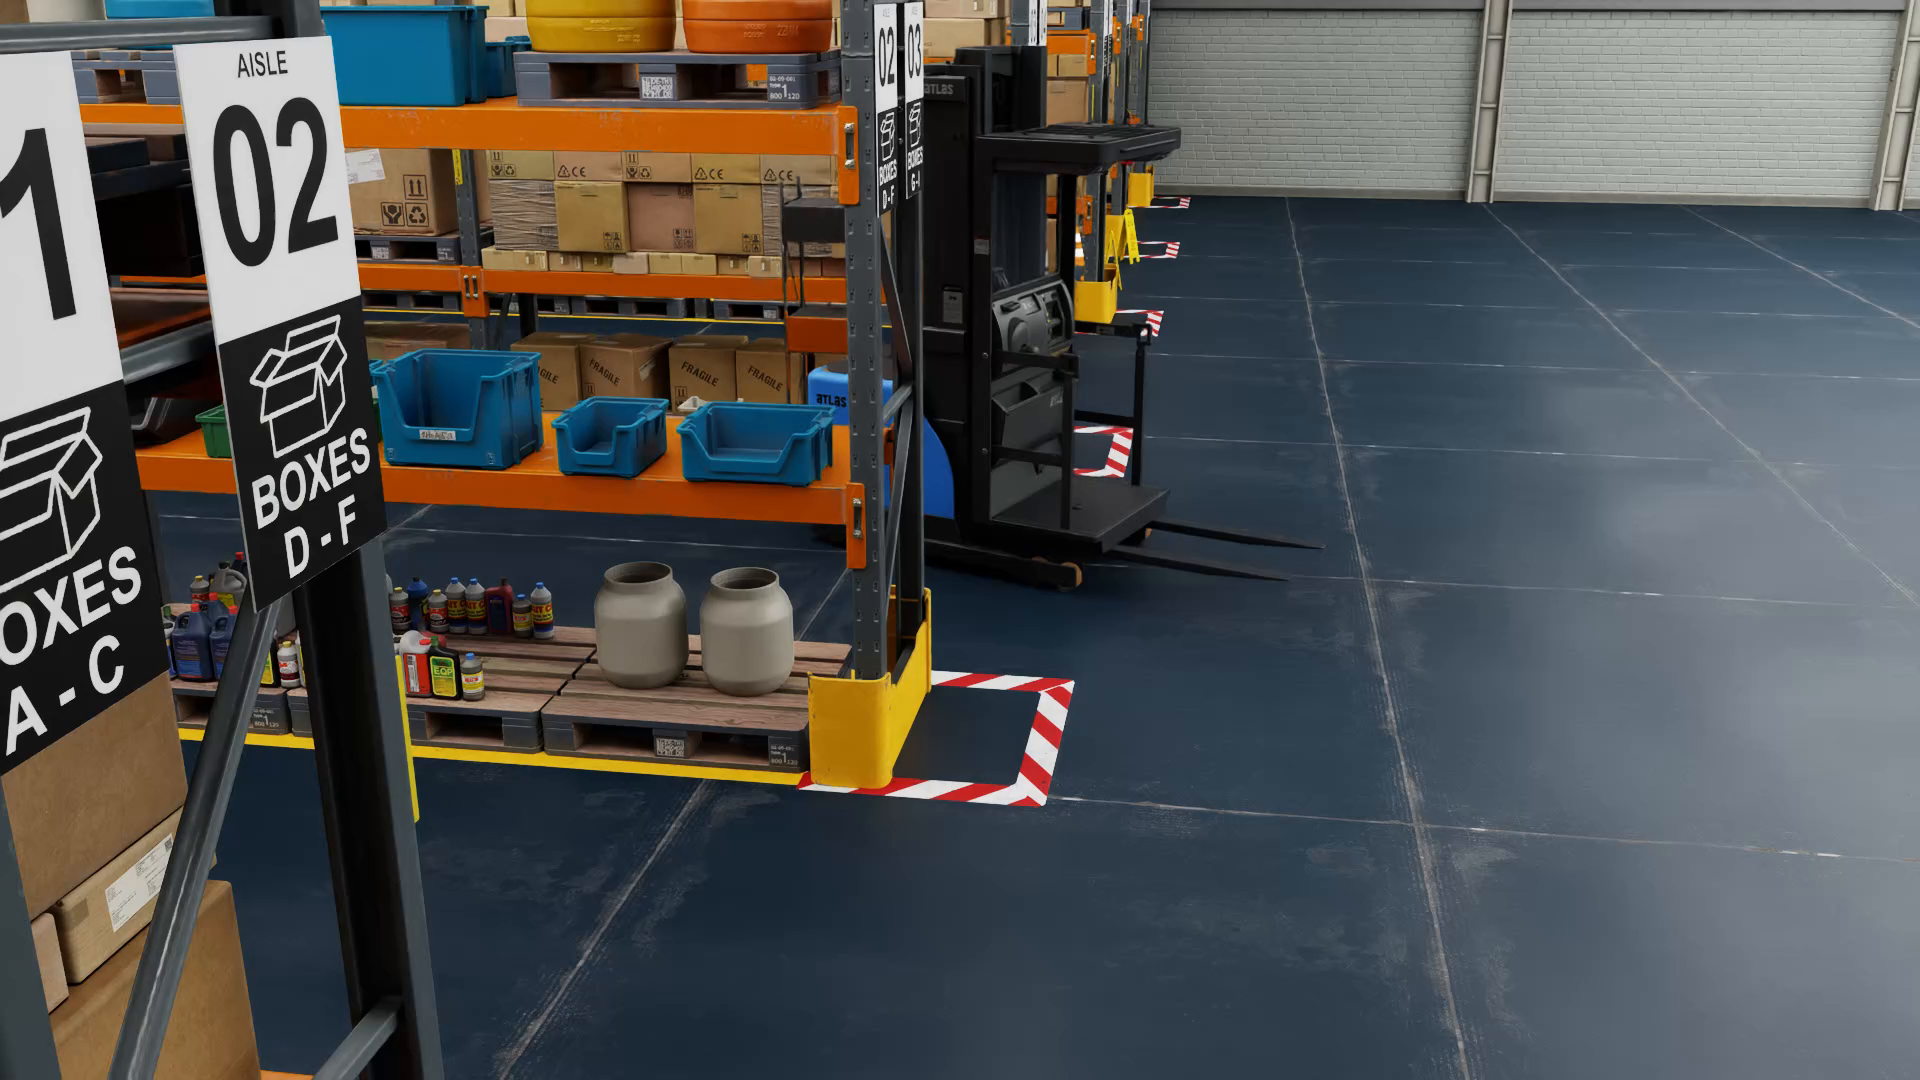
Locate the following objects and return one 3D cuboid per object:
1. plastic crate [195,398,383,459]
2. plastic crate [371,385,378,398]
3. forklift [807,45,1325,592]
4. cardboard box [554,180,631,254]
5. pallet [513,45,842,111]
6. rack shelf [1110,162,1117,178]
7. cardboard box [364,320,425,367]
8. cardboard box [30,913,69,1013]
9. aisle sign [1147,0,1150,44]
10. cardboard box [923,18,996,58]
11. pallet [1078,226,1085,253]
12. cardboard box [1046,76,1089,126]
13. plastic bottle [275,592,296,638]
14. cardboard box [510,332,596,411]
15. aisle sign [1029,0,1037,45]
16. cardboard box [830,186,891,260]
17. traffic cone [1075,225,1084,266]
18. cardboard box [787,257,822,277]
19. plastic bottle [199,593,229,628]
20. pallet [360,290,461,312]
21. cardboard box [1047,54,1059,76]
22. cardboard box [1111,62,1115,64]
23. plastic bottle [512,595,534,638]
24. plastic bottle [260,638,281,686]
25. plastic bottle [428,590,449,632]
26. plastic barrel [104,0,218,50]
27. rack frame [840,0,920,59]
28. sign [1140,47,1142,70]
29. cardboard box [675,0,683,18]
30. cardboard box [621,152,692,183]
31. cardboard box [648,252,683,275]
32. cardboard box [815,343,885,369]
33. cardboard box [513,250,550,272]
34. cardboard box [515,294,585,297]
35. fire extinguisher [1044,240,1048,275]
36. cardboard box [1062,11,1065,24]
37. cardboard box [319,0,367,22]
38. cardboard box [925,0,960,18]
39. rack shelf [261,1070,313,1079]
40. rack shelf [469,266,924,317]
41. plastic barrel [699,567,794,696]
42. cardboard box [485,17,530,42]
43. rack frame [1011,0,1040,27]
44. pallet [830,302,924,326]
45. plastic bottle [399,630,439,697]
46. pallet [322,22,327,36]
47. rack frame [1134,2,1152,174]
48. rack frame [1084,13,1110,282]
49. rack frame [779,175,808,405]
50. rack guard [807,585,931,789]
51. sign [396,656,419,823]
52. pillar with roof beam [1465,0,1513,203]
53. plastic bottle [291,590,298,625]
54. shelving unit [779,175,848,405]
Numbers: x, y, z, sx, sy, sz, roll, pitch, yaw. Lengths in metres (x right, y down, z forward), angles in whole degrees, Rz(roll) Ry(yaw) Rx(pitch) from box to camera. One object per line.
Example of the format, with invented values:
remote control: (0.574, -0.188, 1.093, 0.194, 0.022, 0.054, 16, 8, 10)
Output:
plastic crate: (-2.965, -0.499, 7.402, 0.662, 0.188, 0.450, 3, 19, 9)
plastic crate: (-2.617, -0.629, 7.872, 0.437, 0.136, 0.530, 3, 19, 9)
forklift: (0.607, -1.289, 9.538, 3.031, 2.935, 1.130, 10, 21, 28)
cardboard box: (-2.552, -2.419, 12.178, 0.500, 0.500, 0.875, 3, 19, 9)
pallet: (-1.112, -1.961, 7.006, 1.213, 0.211, 1.003, 3, 19, 9)
rack shelf: (0.072, -4.971, 21.567, 4.000, 0.370, 1.077, 3, 19, 9)
cardboard box: (-4.546, -1.399, 13.003, 0.500, 0.500, 0.700, 3, 19, 8)
cardboard box: (-1.508, 0.682, 2.358, 0.250, 0.149, 0.380, 3, 19, 8)
aisle sign: (2.848, -7.904, 25.103, 0.004, 0.787, 0.394, 3, 19, 9)
cardboard box: (-0.042, -3.403, 11.256, 0.500, 0.250, 0.500, 3, 19, 10)
pallet: (1.175, -3.945, 21.761, 1.213, 0.211, 1.003, 3, 19, 9)
cardboard box: (1.001, -4.270, 16.399, 0.550, 0.550, 0.875, 3, 19, 9)
plastic bottle: (-3.388, 0.326, 8.201, 0.135, 0.276, 0.152, 3, 19, 9)
cardboard box: (-3.086, -1.289, 12.707, 0.500, 0.500, 0.500, 2, 19, 7)
aisle sign: (0.488, -3.243, 11.170, 0.004, 0.787, 0.394, 3, 19, 9)
cardboard box: (-0.577, -2.319, 11.881, 0.500, 0.500, 0.875, 3, 19, 9)
traffic cone: (1.417, -3.626, 20.411, 0.334, 0.463, 0.336, 3, 19, 9)
cardboard box: (-1.076, -1.995, 11.935, 0.250, 0.149, 0.380, 3, 19, 9)
plastic bottle: (-3.506, 0.416, 7.813, 0.185, 0.351, 0.144, 3, 19, 9)
pallet: (-5.771, -2.673, 17.959, 1.213, 0.211, 1.003, 3, 19, 9)
cardboard box: (1.009, -5.860, 20.886, 0.500, 0.500, 0.700, 3, 19, 9)
cardboard box: (2.280, -7.380, 25.983, 0.250, 0.149, 0.380, 4, 19, 11)
plastic bottle: (-2.154, 0.369, 8.190, 0.097, 0.201, 0.097, 0, 18, 0)
plastic bottle: (-3.187, 0.524, 7.596, 0.133, 0.283, 0.061, 4, 19, 11)
plastic bottle: (-2.587, 0.347, 8.256, 0.097, 0.201, 0.097, 0, 18, 0)
plastic barrel: (-3.295, -2.532, 6.965, 0.708, 0.901, 0.600, 3, 19, 9)
rack frame: (-0.311, -3.400, 6.284, 0.127, 3.000, 1.000, 3, 19, 9)
sign: (2.730, -7.259, 25.073, 0.005, 0.325, 0.100, 3, 19, 9)
cardboard box: (-1.909, -3.682, 11.461, 0.250, 0.149, 0.380, 3, 19, 8)
cardboard box: (-2.083, -2.819, 11.798, 0.500, 0.500, 0.500, 3, 19, 9)
cardboard box: (-2.072, -2.029, 12.036, 0.250, 0.149, 0.380, 3, 19, 9)
cardboard box: (-0.735, -1.177, 12.371, 0.500, 0.500, 0.500, 8, 20, 23)
cardboard box: (-3.066, -2.068, 12.151, 0.250, 0.149, 0.380, 3, 19, 9)
cardboard box: (-4.167, -3.042, 17.552, 0.750, 0.750, 1.050, 3, 19, 9)
fire extinguisher: (0.514, -1.920, 11.437, 0.183, 0.674, 0.296, 3, 19, 9)
cardboard box: (1.399, -6.448, 20.514, 0.250, 0.149, 0.380, 3, 19, 9)
cardboard box: (-4.419, -3.882, 12.001, 0.258, 0.266, 0.396, 4, 19, 11)
cardboard box: (-0.088, -3.614, 11.256, 0.250, 0.149, 0.380, 2, 19, 7)
rack shelf: (-3.075, 1.237, 3.013, 4.000, 0.370, 1.077, 3, 19, 9)
rack shelf: (-1.500, -1.867, 12.288, 4.000, 0.370, 1.077, 3, 19, 9)
plastic barrel: (-0.973, 0.416, 7.591, 0.421, 0.512, 0.421, 0, 18, 0)
cardboard box: (-3.071, -3.557, 11.715, 0.500, 0.250, 0.500, 2, 19, 7)
rack frame: (0.474, -4.952, 10.921, 0.127, 3.000, 1.000, 3, 19, 9)
pallet: (-0.642, -2.411, 17.177, 1.213, 0.211, 1.003, 3, 19, 9)
plastic bottle: (-2.438, 0.551, 7.527, 0.135, 0.276, 0.152, 3, 19, 9)
pallet: (-4.068, -3.706, 12.221, 1.003, 0.211, 1.213, 3, 19, 9)
rack frame: (2.830, -6.767, 25.800, 0.127, 3.000, 1.000, 3, 19, 9)
rack frame: (1.361, -3.656, 16.502, 0.127, 3.000, 1.000, 3, 19, 9)
rack frame: (-1.071, -1.284, 10.824, 0.015, 2.100, 0.400, 4, 19, 11)
rack guard: (-0.394, 0.641, 7.600, 0.348, 0.500, 1.175, 3, 19, 9)
sign: (-1.007, 0.375, 2.967, 0.005, 0.325, 0.100, 3, 19, 9)
pillar with roof beam: (7.527, -8.279, 20.863, 0.400, 9.000, 9.100, 3, 19, 9)
plastic bottle: (-3.389, 0.243, 8.332, 0.185, 0.351, 0.144, 2, 19, 6)
shelving unit: (-0.832, -1.268, 10.776, 0.503, 2.100, 0.431, 4, 19, 11)
